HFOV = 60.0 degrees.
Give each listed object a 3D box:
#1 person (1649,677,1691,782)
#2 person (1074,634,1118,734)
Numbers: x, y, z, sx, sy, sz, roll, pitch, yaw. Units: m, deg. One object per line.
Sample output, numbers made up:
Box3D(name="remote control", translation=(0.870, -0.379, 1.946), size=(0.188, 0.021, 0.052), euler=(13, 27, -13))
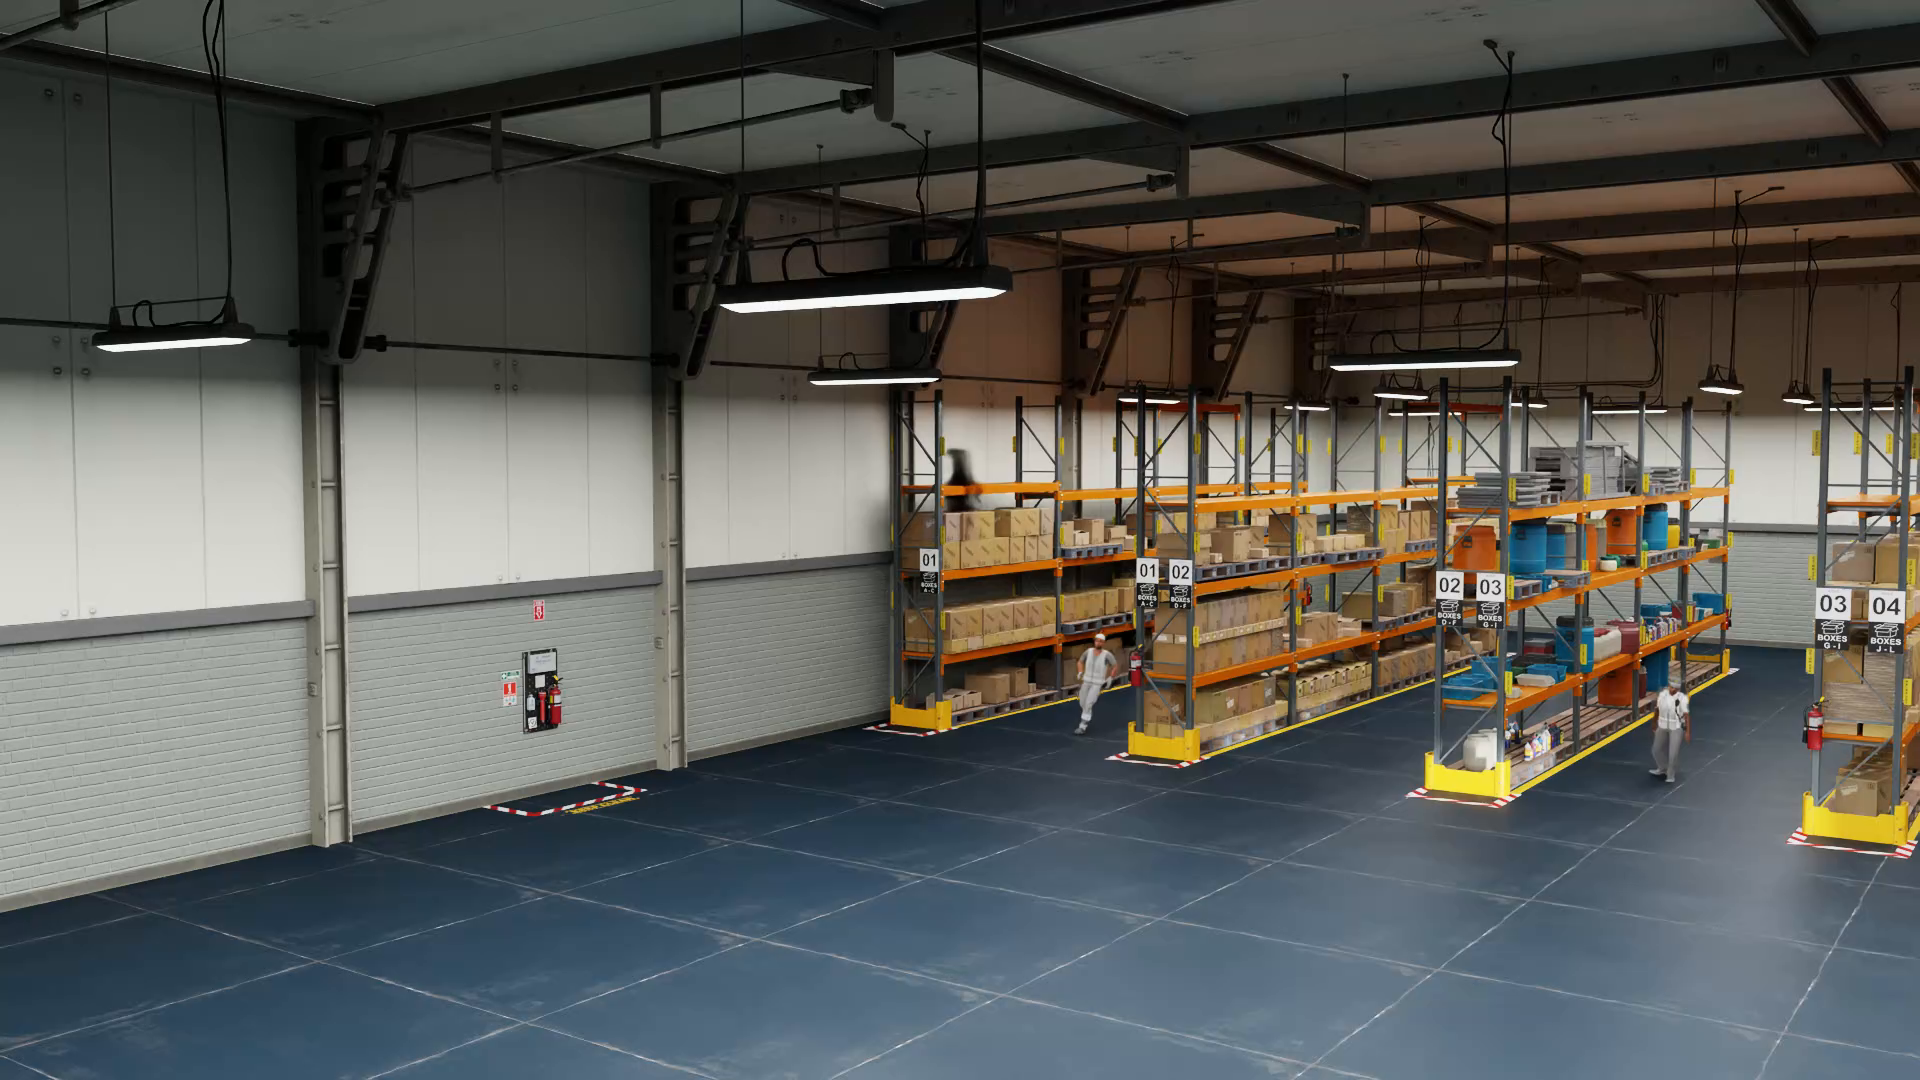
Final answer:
Box3D(name="person", translation=(10.622, 2.805, 24.843), size=(0.614, 1.588, 0.718), euler=(-3, 5, -45))
Box3D(name="person", translation=(2.370, 2.498, 29.044), size=(0.721, 1.733, 0.858), euler=(1, 3, 21))
